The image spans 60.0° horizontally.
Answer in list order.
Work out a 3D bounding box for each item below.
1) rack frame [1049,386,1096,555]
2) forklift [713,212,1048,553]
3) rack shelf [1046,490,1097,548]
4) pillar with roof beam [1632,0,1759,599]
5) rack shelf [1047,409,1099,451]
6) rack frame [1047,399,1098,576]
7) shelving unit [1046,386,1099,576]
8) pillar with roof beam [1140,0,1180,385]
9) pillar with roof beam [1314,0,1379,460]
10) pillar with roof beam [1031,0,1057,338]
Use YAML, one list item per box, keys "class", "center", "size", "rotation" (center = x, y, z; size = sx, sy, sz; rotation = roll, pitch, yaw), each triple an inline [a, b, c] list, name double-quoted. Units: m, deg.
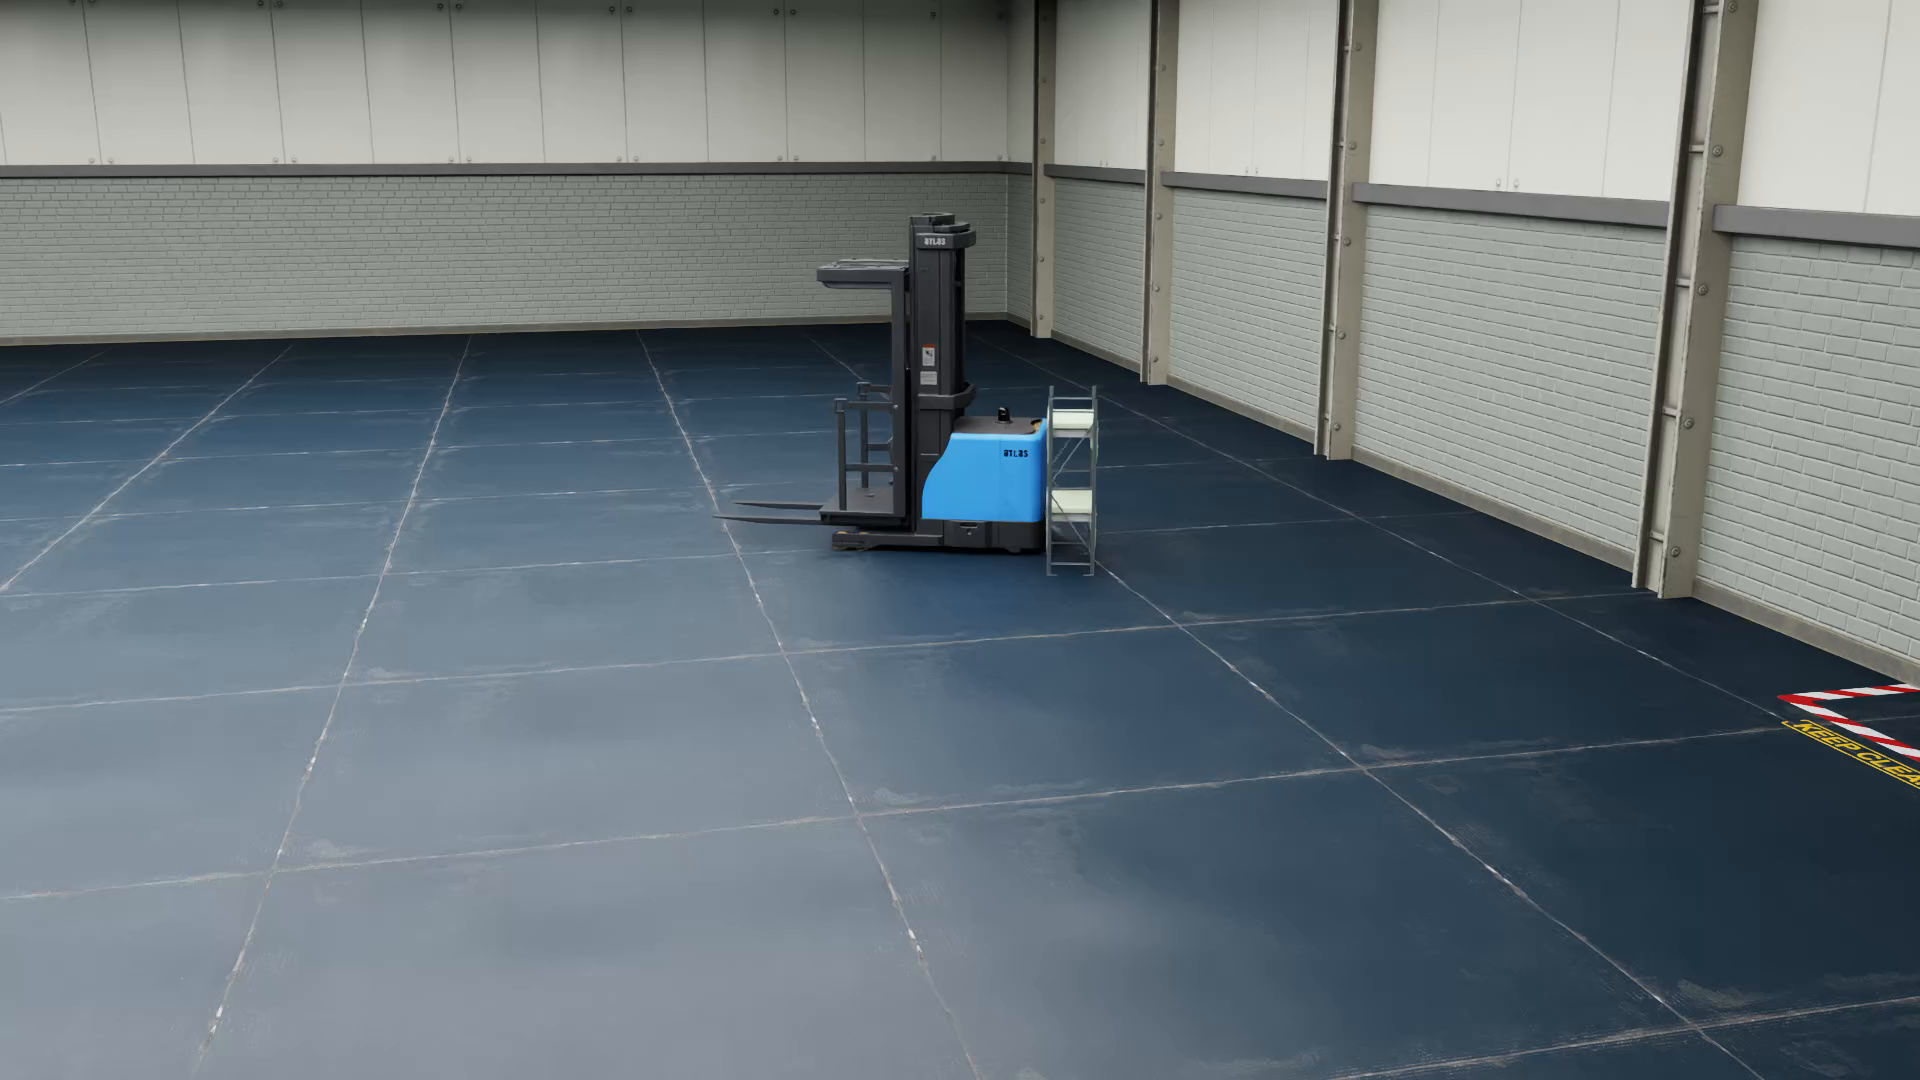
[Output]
- class: "rack frame"
  center: [0.975, -0.601, 14.548]
  size: [0.400, 1.500, 0.023]
  rotation: [1, 14, 3]
- class: "forklift"
  center: [-0.711, -1.448, 15.002]
  size: [3.031, 2.935, 1.130]
  rotation: [2, 14, 8]
- class: "rack shelf"
  center: [0.954, -0.197, 14.270]
  size: [0.431, 0.370, 0.720]
  rotation: [1, 14, 3]
- class: "pillar with roof beam"
  center: [1.540, -3.715, 11.495]
  size: [9.100, 9.000, 0.400]
  rotation: [-3, 14, -13]
- class: "rack shelf"
  center: [0.954, -0.893, 14.100]
  size: [0.431, 0.370, 0.720]
  rotation: [1, 14, 3]
- class: "rack frame"
  center: [0.932, -0.427, 13.838]
  size: [0.400, 1.500, 0.023]
  rotation: [1, 14, 3]
- class: "shelving unit"
  center: [0.954, -0.514, 14.193]
  size: [0.431, 1.500, 0.755]
  rotation: [1, 14, 3]
- class: "pillar with roof beam"
  center: [-1.279, -6.483, 22.826]
  size: [9.100, 9.000, 0.400]
  rotation: [-3, 14, -13]
- class: "pillar with roof beam"
  center: [0.131, -5.099, 17.161]
  size: [9.100, 9.000, 0.400]
  rotation: [-3, 14, -13]
- class: "pillar with roof beam"
  center: [-2.688, -7.868, 28.492]
  size: [9.100, 9.000, 0.400]
  rotation: [-3, 14, -13]
